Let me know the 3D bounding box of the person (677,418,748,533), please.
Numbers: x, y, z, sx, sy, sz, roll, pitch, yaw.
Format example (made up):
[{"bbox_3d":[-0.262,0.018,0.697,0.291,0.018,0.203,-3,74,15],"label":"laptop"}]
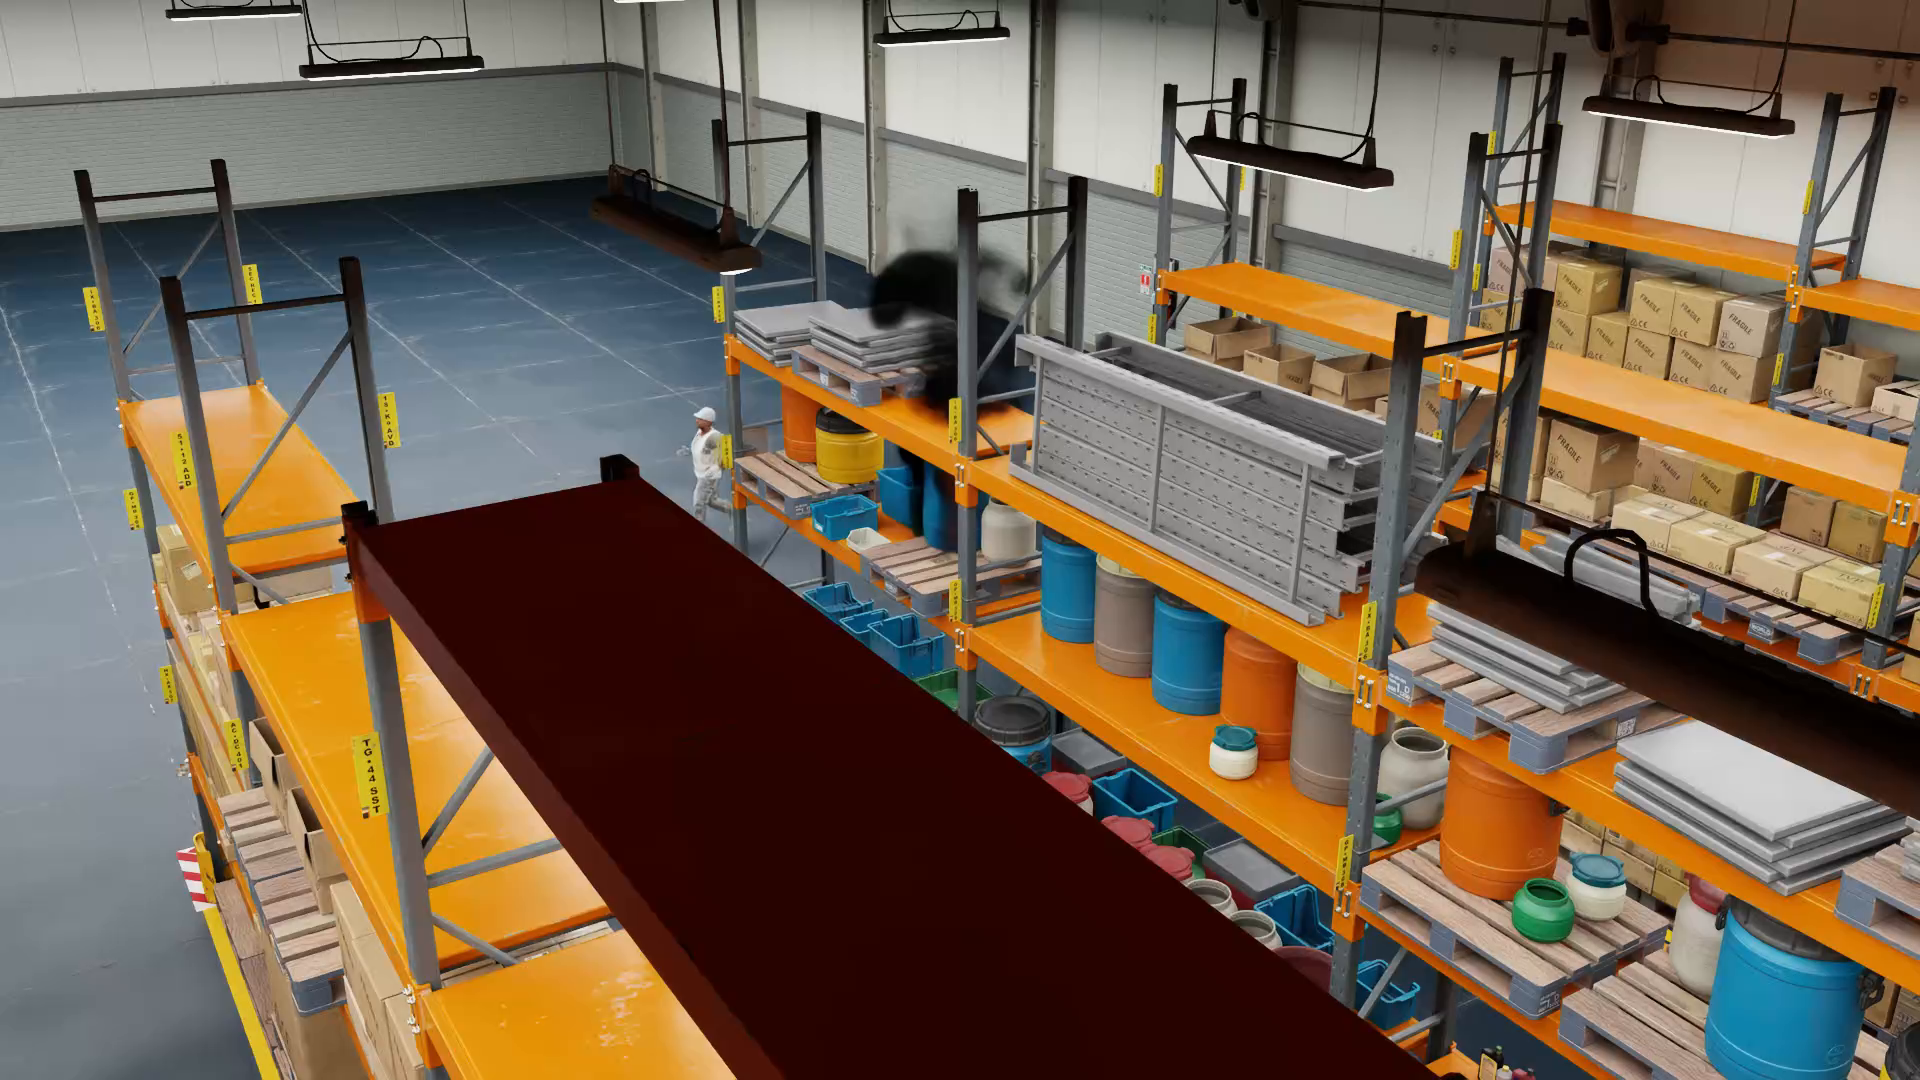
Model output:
[{"bbox_3d":[-3.181,-0.759,20.980,0.982,1.654,0.681,-7,23,-16],"label":"person"}]

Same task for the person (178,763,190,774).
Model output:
[{"bbox_3d":[-6.989,1.498,15.370,0.910,1.647,0.412,2,22,5],"label":"person"}]
